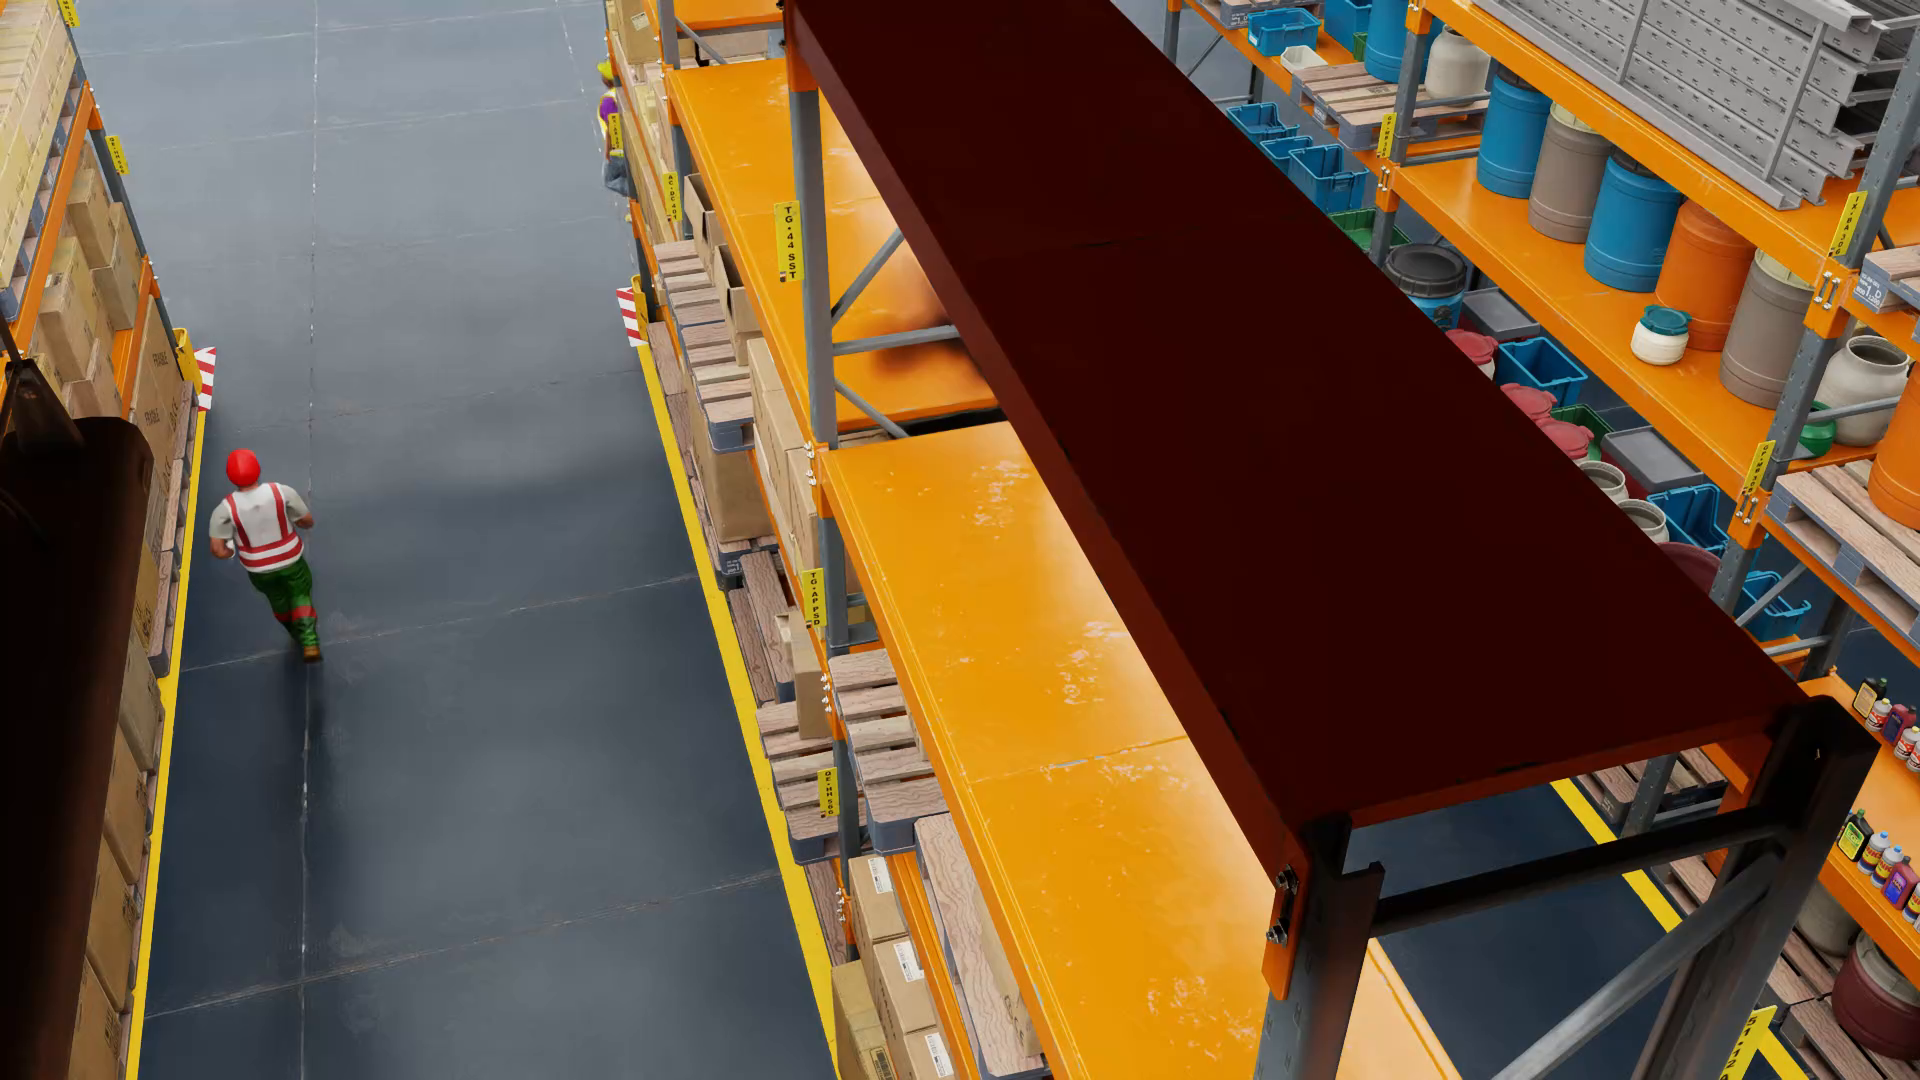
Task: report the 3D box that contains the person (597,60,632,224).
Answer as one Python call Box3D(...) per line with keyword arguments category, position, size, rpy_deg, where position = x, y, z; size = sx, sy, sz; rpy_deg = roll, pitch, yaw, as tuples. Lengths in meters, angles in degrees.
Box3D(category="person", position=(-3.296, -3.868, 16.328), size=(0.651, 1.717, 0.721), rpy_deg=(17, 42, 20))

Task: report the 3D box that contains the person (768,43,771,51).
Box3D(category="person", position=(-2.638, -6.548, 19.743), size=(0.667, 1.728, 0.558), rpy_deg=(4, 39, 5))

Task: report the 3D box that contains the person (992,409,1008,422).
Box3D(category="person", position=(0.111, -0.441, 11.927), size=(0.678, 1.829, 0.923), rpy_deg=(-13, 40, -16))

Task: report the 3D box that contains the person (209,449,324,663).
Box3D(category="person", position=(-4.639, 0.143, 11.221), size=(0.655, 1.769, 0.888), rpy_deg=(-16, 41, -19))
